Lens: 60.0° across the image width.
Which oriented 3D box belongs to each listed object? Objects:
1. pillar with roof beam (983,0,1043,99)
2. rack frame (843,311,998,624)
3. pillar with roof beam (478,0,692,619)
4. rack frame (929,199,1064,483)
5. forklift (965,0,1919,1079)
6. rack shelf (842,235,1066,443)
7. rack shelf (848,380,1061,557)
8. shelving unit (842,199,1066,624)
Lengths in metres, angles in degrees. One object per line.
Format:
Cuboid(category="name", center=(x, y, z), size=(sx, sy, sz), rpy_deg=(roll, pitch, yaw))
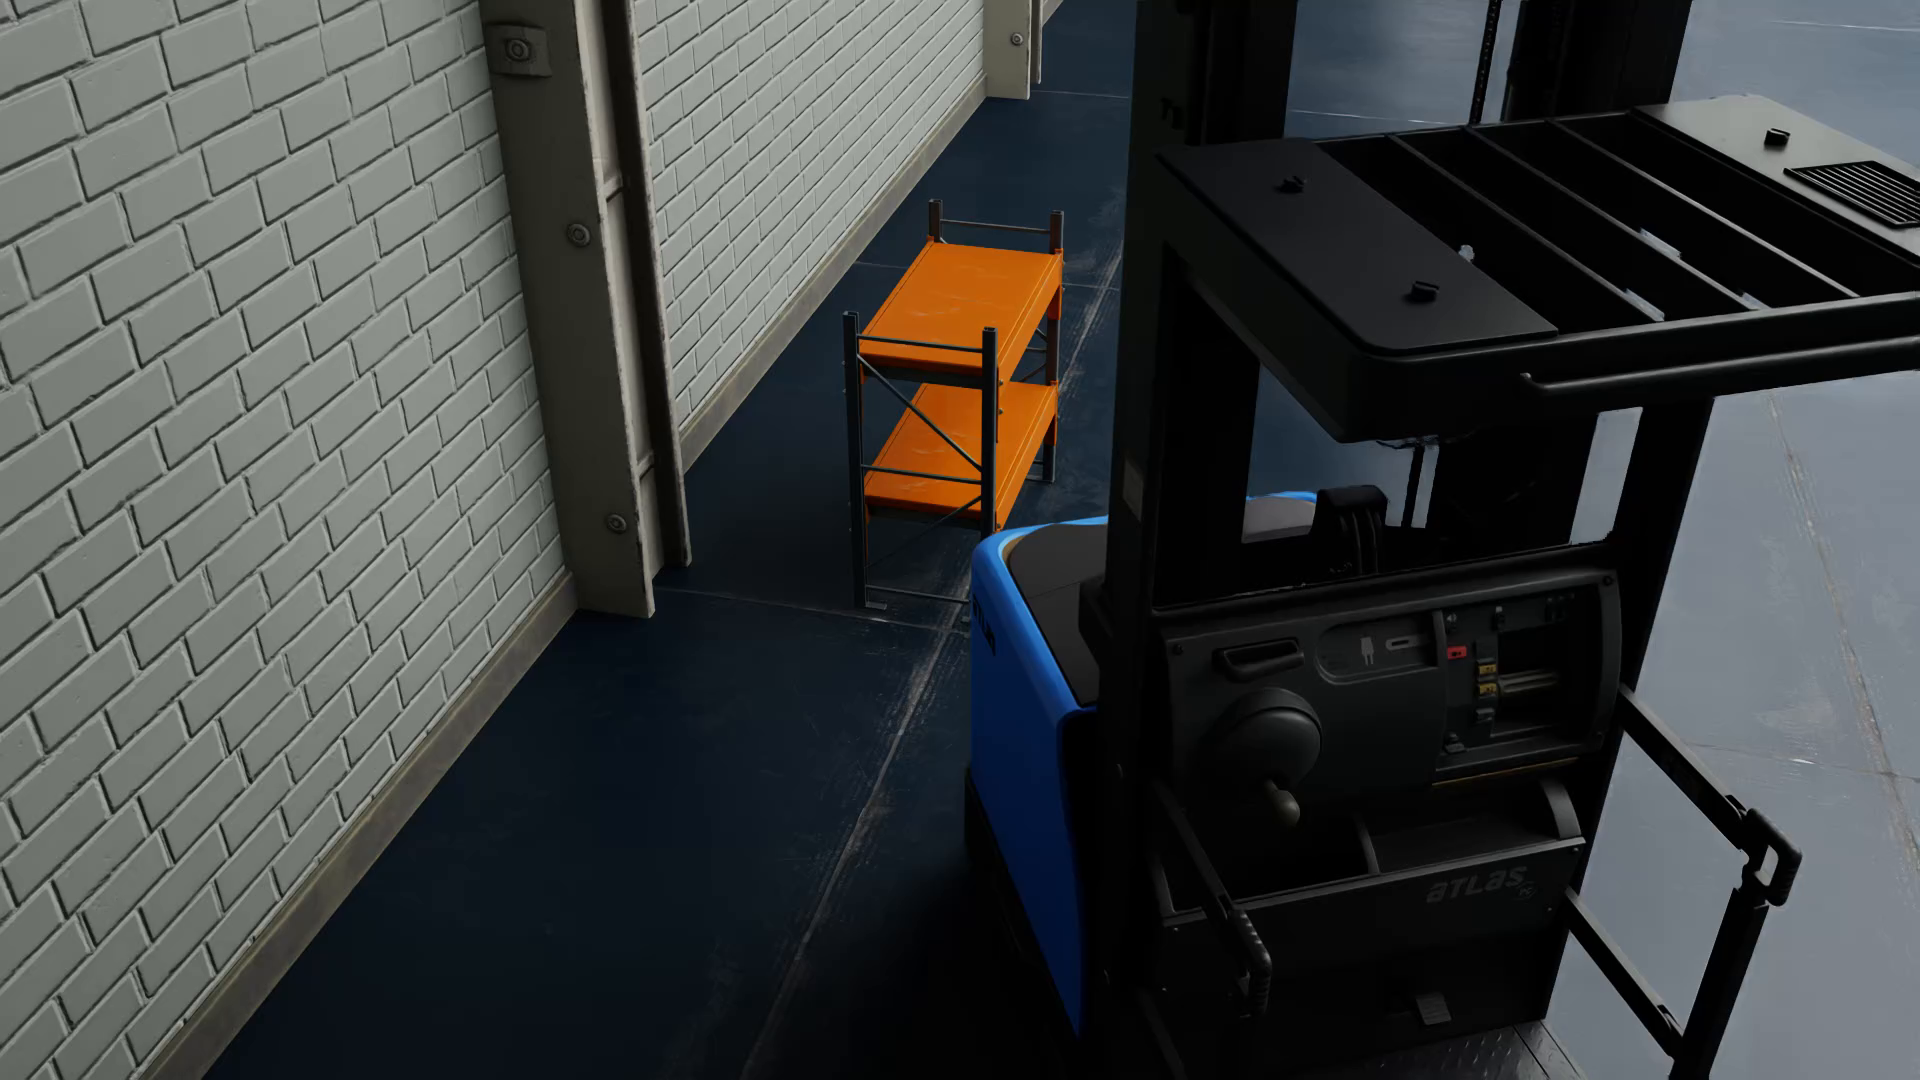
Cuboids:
Cuboid(category="pillar with roof beam", center=(4.501, -6.173, 7.573), size=(9.100, 9.000, 0.400), rpy_deg=(8, 33, 12))
Cuboid(category="rack frame", center=(-0.127, -0.214, 5.539), size=(0.500, 1.125, 0.032), rpy_deg=(8, 33, 12))
Cuboid(category="pillar with roof beam", center=(2.978, -3.060, 2.675), size=(9.100, 9.000, 0.400), rpy_deg=(8, 33, 12))
Cuboid(category="rack frame", center=(0.131, -0.742, 6.369), size=(0.500, 1.125, 0.032), rpy_deg=(8, 33, 12))
Cuboid(category="forklift", center=(0.883, 0.349, 2.969), size=(1.130, 2.935, 3.031), rpy_deg=(-8, 33, -12))
Cuboid(category="rack shelf", center=(0.002, -0.725, 5.797), size=(0.538, 0.278, 1.000), rpy_deg=(8, 33, 12))
Cuboid(category="rack shelf", center=(0.002, -0.272, 6.085), size=(0.538, 0.278, 1.000), rpy_deg=(8, 33, 12))
Cuboid(category="shelving unit", center=(0.002, -0.478, 5.954), size=(0.538, 1.125, 1.048), rpy_deg=(8, 33, 12))
